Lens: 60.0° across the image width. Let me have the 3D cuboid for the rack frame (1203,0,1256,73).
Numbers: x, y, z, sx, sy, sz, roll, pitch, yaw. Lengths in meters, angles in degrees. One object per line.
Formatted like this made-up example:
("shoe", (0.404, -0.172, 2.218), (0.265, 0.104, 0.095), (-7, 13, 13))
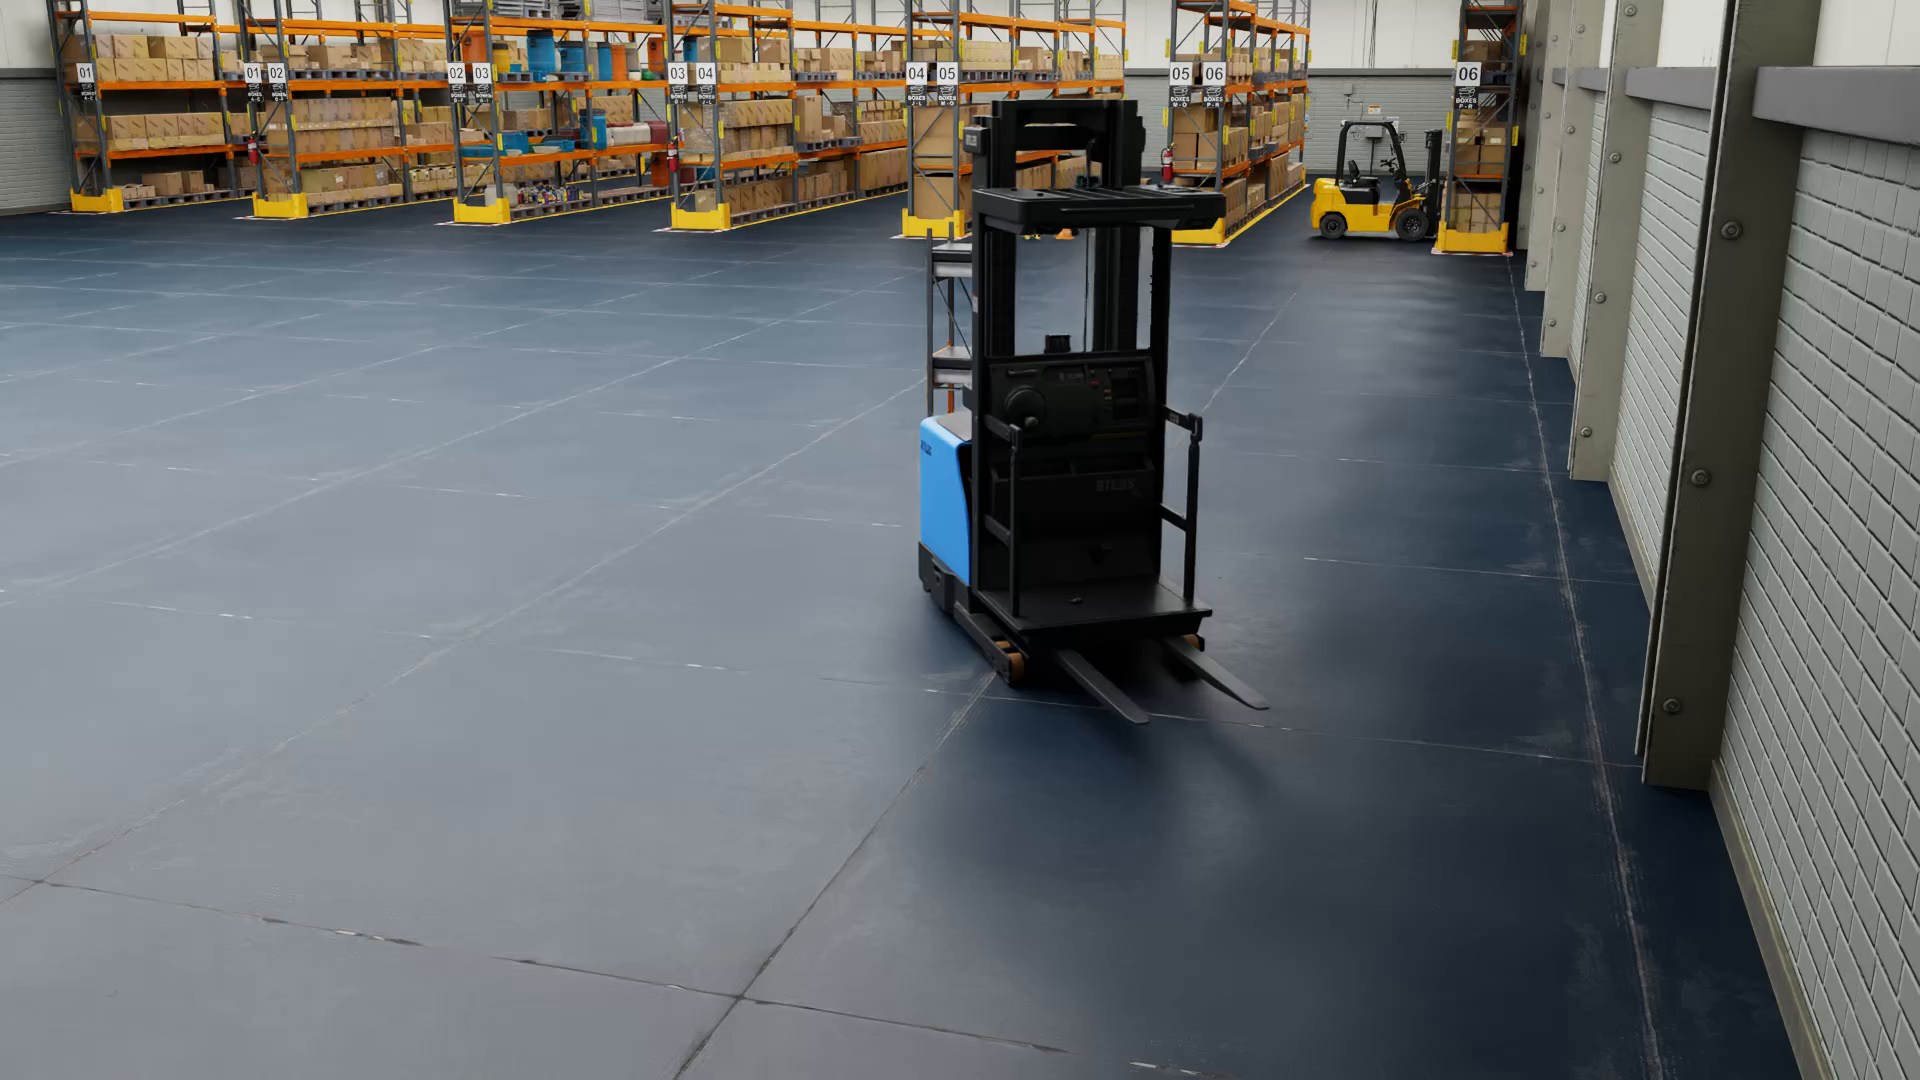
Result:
("rack frame", (5.407, -10.872, 33.168), (1.000, 3.000, 0.127), (5, 16, 16))

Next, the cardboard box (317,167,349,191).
("cardboard box", (-14.092, -8.103, 37.294), (0.500, 0.500, 0.500), (5, 16, 16))

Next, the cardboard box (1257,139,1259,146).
("cardboard box", (6.139, -8.460, 35.350), (0.380, 0.149, 0.250), (5, 17, 16))

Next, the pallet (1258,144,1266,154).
("pallet", (6.020, -8.419, 35.865), (1.003, 0.211, 1.213), (5, 16, 16))

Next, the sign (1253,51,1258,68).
("sign", (5.929, -9.637, 33.365), (0.100, 0.325, 0.005), (5, 16, 16))

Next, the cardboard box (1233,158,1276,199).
("cardboard box", (6.820, -8.386, 38.523), (0.875, 0.875, 0.875), (4, 16, 15))

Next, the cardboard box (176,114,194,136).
("cardboard box", (-18.469, -9.795, 39.230), (0.500, 0.500, 0.500), (4, 16, 14))

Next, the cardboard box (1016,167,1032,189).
("cardboard box", (1.000, -7.884, 36.982), (1.050, 0.750, 0.750), (5, 16, 16))

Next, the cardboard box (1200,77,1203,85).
("cardboard box", (4.387, -8.572, 31.017), (0.380, 0.149, 0.250), (5, 17, 16))

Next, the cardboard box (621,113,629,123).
("cardboard box", (-10.191, -12.437, 49.495), (0.500, 0.500, 0.500), (5, 17, 16))

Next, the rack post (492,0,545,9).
("rack post", (-9.459, -11.451, 35.348), (0.937, 0.300, 0.954), (4, 16, 15))

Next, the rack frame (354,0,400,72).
("rack frame", (-13.591, -12.409, 38.589), (1.000, 3.000, 0.127), (5, 16, 16))

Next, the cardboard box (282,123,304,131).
("cardboard box", (-14.410, -8.923, 35.919), (0.380, 0.149, 0.250), (5, 16, 15))

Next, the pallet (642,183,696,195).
("pallet", (-7.522, -9.053, 42.858), (1.003, 0.211, 1.213), (5, 16, 16))

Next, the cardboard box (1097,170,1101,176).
("cardboard box", (3.516, -9.760, 44.151), (0.380, 0.149, 0.250), (5, 17, 18))

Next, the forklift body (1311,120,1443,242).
("forklift body", (7.820, -6.784, 31.307), (2.313, 2.155, 1.214), (5, 16, 16))

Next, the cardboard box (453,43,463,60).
("cardboard box", (-15.171, -14.548, 49.573), (0.500, 0.500, 0.500), (4, 16, 13))

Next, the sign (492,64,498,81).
("sign", (-9.454, -9.495, 33.795), (0.100, 0.325, 0.005), (5, 16, 16))

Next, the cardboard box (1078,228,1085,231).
("cardboard box", (2.342, -6.394, 32.950), (0.797, 0.503, 0.637), (-7, 17, -23))

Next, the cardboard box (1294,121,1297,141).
("cardboard box", (8.359, -10.490, 42.633), (0.500, 0.500, 0.500), (5, 17, 16))

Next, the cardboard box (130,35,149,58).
("cardboard box", (-18.810, -11.186, 37.720), (0.500, 0.500, 0.500), (5, 17, 17))

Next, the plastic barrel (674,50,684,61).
("plastic barrel", (-7.347, -12.371, 42.931), (0.433, 0.535, 0.433), (0, 16, 0))

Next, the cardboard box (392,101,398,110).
("cardboard box", (-16.110, -12.286, 47.008), (0.500, 0.250, 0.500), (5, 17, 17))

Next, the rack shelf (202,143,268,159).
("rack shelf", (-17.773, -10.084, 42.701), (1.077, 0.370, 4.000), (5, 16, 16))

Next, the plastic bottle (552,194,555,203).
("plastic bottle", (-9.012, -7.549, 36.769), (0.097, 0.201, 0.097), (0, 16, 0))

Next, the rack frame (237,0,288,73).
("rack frame", (-14.728, -11.363, 34.899), (1.000, 3.000, 0.127), (5, 16, 16))

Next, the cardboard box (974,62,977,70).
("cardboard box", (0.115, -9.132, 32.040), (0.380, 0.149, 0.250), (5, 17, 16))

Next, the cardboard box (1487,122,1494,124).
("cardboard box", (10.193, -7.865, 31.645), (0.380, 0.149, 0.250), (4, 16, 15))

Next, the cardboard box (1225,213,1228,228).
("cardboard box", (4.765, -6.008, 31.283), (0.500, 0.250, 0.500), (4, 16, 15))

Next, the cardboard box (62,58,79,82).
("cardboard box", (-19.603, -10.489, 37.097), (0.500, 0.500, 0.500), (6, 17, 20))

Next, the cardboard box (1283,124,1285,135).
("cardboard box", (7.512, -9.845, 39.902), (0.500, 0.250, 0.500), (5, 17, 17))

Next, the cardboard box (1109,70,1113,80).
("cardboard box", (3.743, -12.310, 44.012), (0.500, 0.250, 0.500), (5, 17, 18))

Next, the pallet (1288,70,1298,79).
("pallet", (7.923, -11.692, 41.720), (1.003, 0.211, 1.213), (5, 16, 16))

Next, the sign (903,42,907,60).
("sign", (-1.021, -9.173, 31.199), (0.100, 0.325, 0.005), (5, 16, 16))

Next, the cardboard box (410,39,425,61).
("cardboard box", (-13.238, -11.766, 39.949), (0.500, 0.500, 0.500), (6, 17, 21))

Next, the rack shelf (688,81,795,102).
("rack shelf", (-4.663, -9.328, 34.540), (1.077, 0.370, 4.000), (5, 16, 16))

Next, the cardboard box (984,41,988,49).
("cardboard box", (0.330, -9.715, 32.631), (0.380, 0.149, 0.250), (5, 17, 17))

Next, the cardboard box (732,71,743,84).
("cardboard box", (-4.706, -9.320, 33.468), (0.500, 0.250, 0.500), (4, 16, 15))

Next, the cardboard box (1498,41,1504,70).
("cardboard box", (9.512, -8.843, 30.370), (0.797, 0.503, 0.637), (5, 17, 18))

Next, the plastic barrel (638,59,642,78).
("plastic barrel", (-8.088, -11.624, 41.112), (0.421, 0.512, 0.421), (0, 16, 0))

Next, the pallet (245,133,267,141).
("pallet", (-17.728, -10.340, 42.637), (1.003, 0.211, 1.213), (5, 16, 16))

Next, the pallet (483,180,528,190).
("pallet", (-12.206, -9.421, 44.156), (1.003, 0.211, 1.213), (5, 16, 16))

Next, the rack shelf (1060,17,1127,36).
("rack shelf", (3.474, -13.498, 43.750), (1.077, 0.370, 4.000), (5, 16, 16))

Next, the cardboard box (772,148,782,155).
("cardboard box", (-4.047, -8.355, 35.748), (0.380, 0.149, 0.250), (5, 16, 16))

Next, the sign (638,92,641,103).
("sign", (-9.655, -13.323, 50.105), (0.100, 0.325, 0.005), (5, 16, 16))

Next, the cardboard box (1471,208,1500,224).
("cardboard box", (9.363, -5.782, 29.570), (0.500, 0.250, 0.500), (5, 17, 17))

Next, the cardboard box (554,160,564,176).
("cardboard box", (-11.332, -10.345, 46.080), (0.500, 0.500, 0.500), (5, 16, 16))

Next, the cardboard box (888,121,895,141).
("cardboard box", (-1.981, -10.485, 42.617), (0.500, 0.500, 0.500), (4, 16, 15))

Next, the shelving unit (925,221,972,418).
("shelving unit", (0.047, -1.053, 11.196), (0.431, 2.100, 0.503), (5, 16, 16))

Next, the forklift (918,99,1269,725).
("forklift", (0.672, -0.780, 8.707), (1.130, 2.935, 3.031), (-5, 17, -17))

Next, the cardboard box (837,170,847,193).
("cardboard box", (-3.129, -8.633, 40.043), (0.700, 0.500, 0.500), (4, 16, 13))

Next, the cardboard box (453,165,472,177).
("cardboard box", (-12.655, -9.294, 41.842), (0.500, 0.311, 0.500), (5, 16, 16))

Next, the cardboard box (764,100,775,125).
("cardboard box", (-4.242, -9.026, 35.092), (0.500, 0.500, 0.500), (5, 16, 16))
